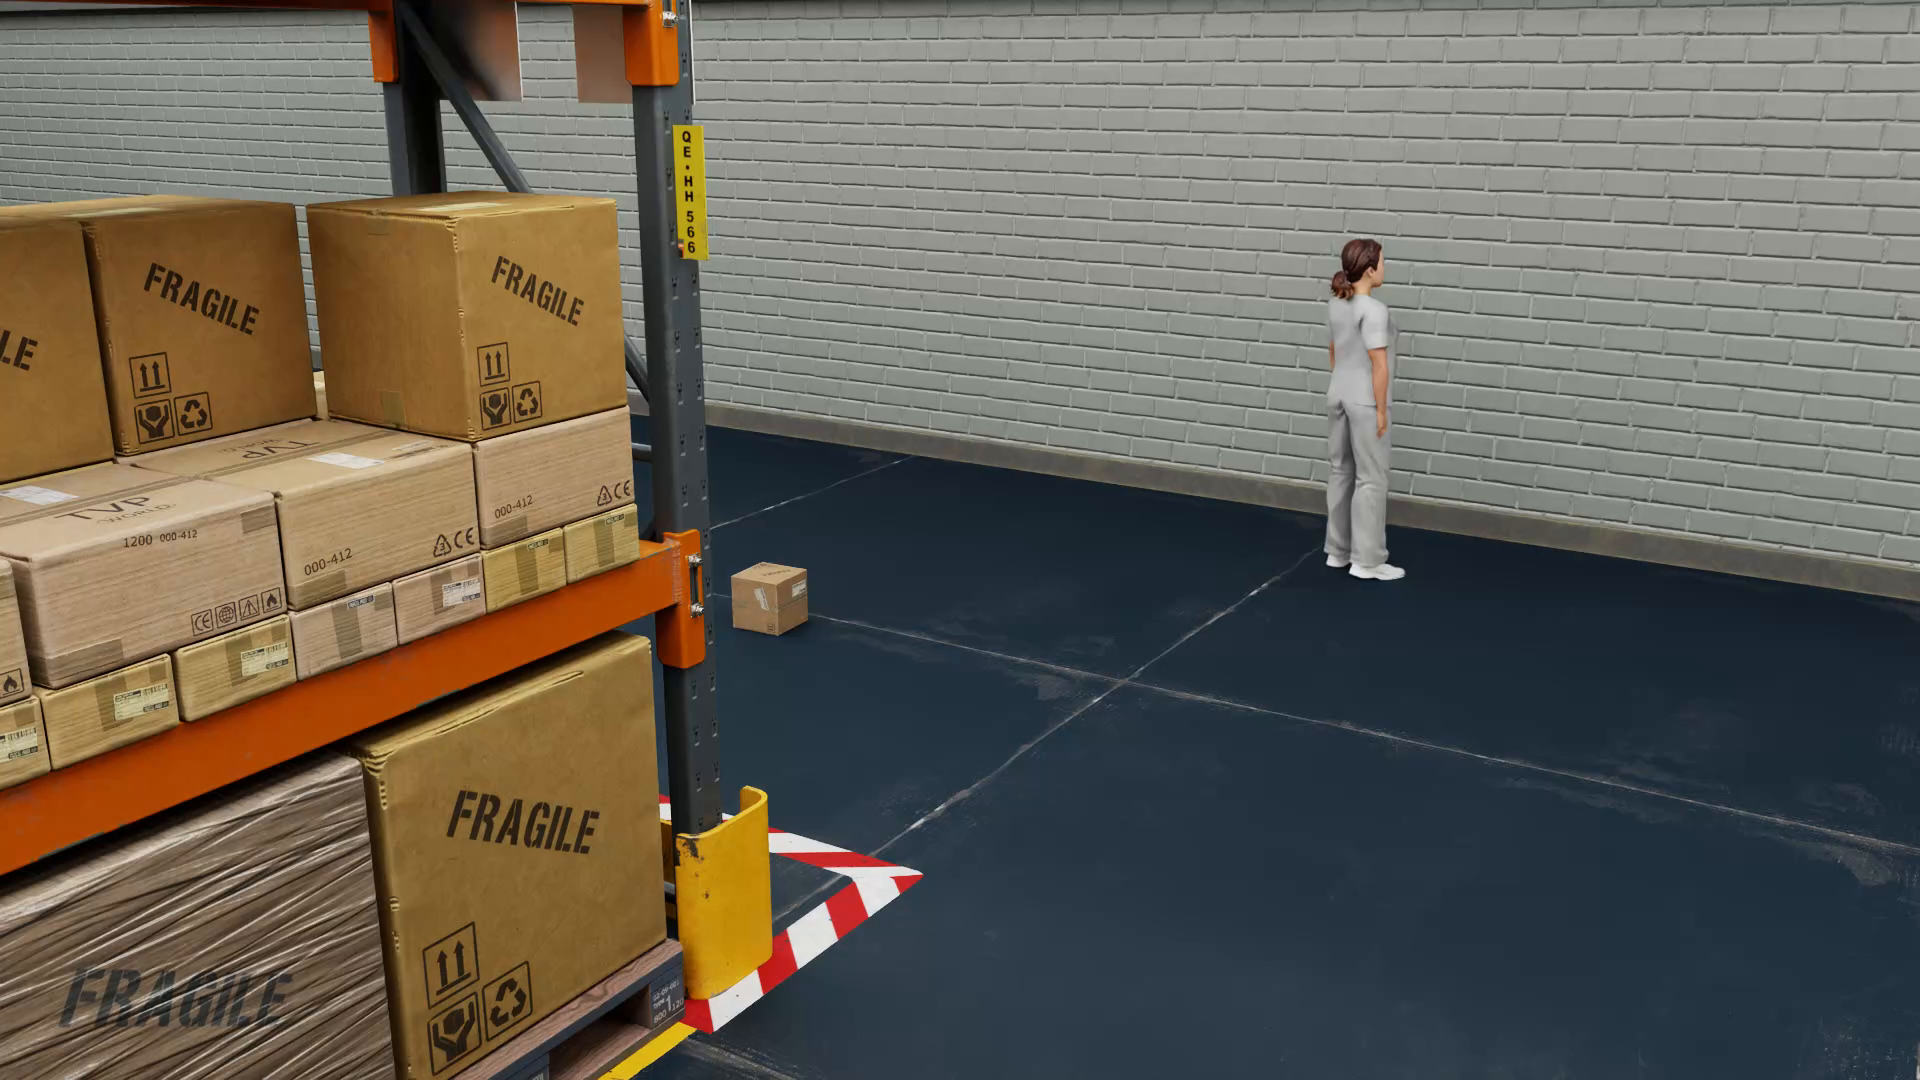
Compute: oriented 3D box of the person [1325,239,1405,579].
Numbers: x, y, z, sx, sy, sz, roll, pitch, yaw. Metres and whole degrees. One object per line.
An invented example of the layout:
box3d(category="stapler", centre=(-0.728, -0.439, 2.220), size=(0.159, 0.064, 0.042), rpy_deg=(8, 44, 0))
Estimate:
box3d(category="person", centre=(1.995, -0.646, 8.267), size=(0.421, 1.688, 0.442), rpy_deg=(-8, 18, -25))
